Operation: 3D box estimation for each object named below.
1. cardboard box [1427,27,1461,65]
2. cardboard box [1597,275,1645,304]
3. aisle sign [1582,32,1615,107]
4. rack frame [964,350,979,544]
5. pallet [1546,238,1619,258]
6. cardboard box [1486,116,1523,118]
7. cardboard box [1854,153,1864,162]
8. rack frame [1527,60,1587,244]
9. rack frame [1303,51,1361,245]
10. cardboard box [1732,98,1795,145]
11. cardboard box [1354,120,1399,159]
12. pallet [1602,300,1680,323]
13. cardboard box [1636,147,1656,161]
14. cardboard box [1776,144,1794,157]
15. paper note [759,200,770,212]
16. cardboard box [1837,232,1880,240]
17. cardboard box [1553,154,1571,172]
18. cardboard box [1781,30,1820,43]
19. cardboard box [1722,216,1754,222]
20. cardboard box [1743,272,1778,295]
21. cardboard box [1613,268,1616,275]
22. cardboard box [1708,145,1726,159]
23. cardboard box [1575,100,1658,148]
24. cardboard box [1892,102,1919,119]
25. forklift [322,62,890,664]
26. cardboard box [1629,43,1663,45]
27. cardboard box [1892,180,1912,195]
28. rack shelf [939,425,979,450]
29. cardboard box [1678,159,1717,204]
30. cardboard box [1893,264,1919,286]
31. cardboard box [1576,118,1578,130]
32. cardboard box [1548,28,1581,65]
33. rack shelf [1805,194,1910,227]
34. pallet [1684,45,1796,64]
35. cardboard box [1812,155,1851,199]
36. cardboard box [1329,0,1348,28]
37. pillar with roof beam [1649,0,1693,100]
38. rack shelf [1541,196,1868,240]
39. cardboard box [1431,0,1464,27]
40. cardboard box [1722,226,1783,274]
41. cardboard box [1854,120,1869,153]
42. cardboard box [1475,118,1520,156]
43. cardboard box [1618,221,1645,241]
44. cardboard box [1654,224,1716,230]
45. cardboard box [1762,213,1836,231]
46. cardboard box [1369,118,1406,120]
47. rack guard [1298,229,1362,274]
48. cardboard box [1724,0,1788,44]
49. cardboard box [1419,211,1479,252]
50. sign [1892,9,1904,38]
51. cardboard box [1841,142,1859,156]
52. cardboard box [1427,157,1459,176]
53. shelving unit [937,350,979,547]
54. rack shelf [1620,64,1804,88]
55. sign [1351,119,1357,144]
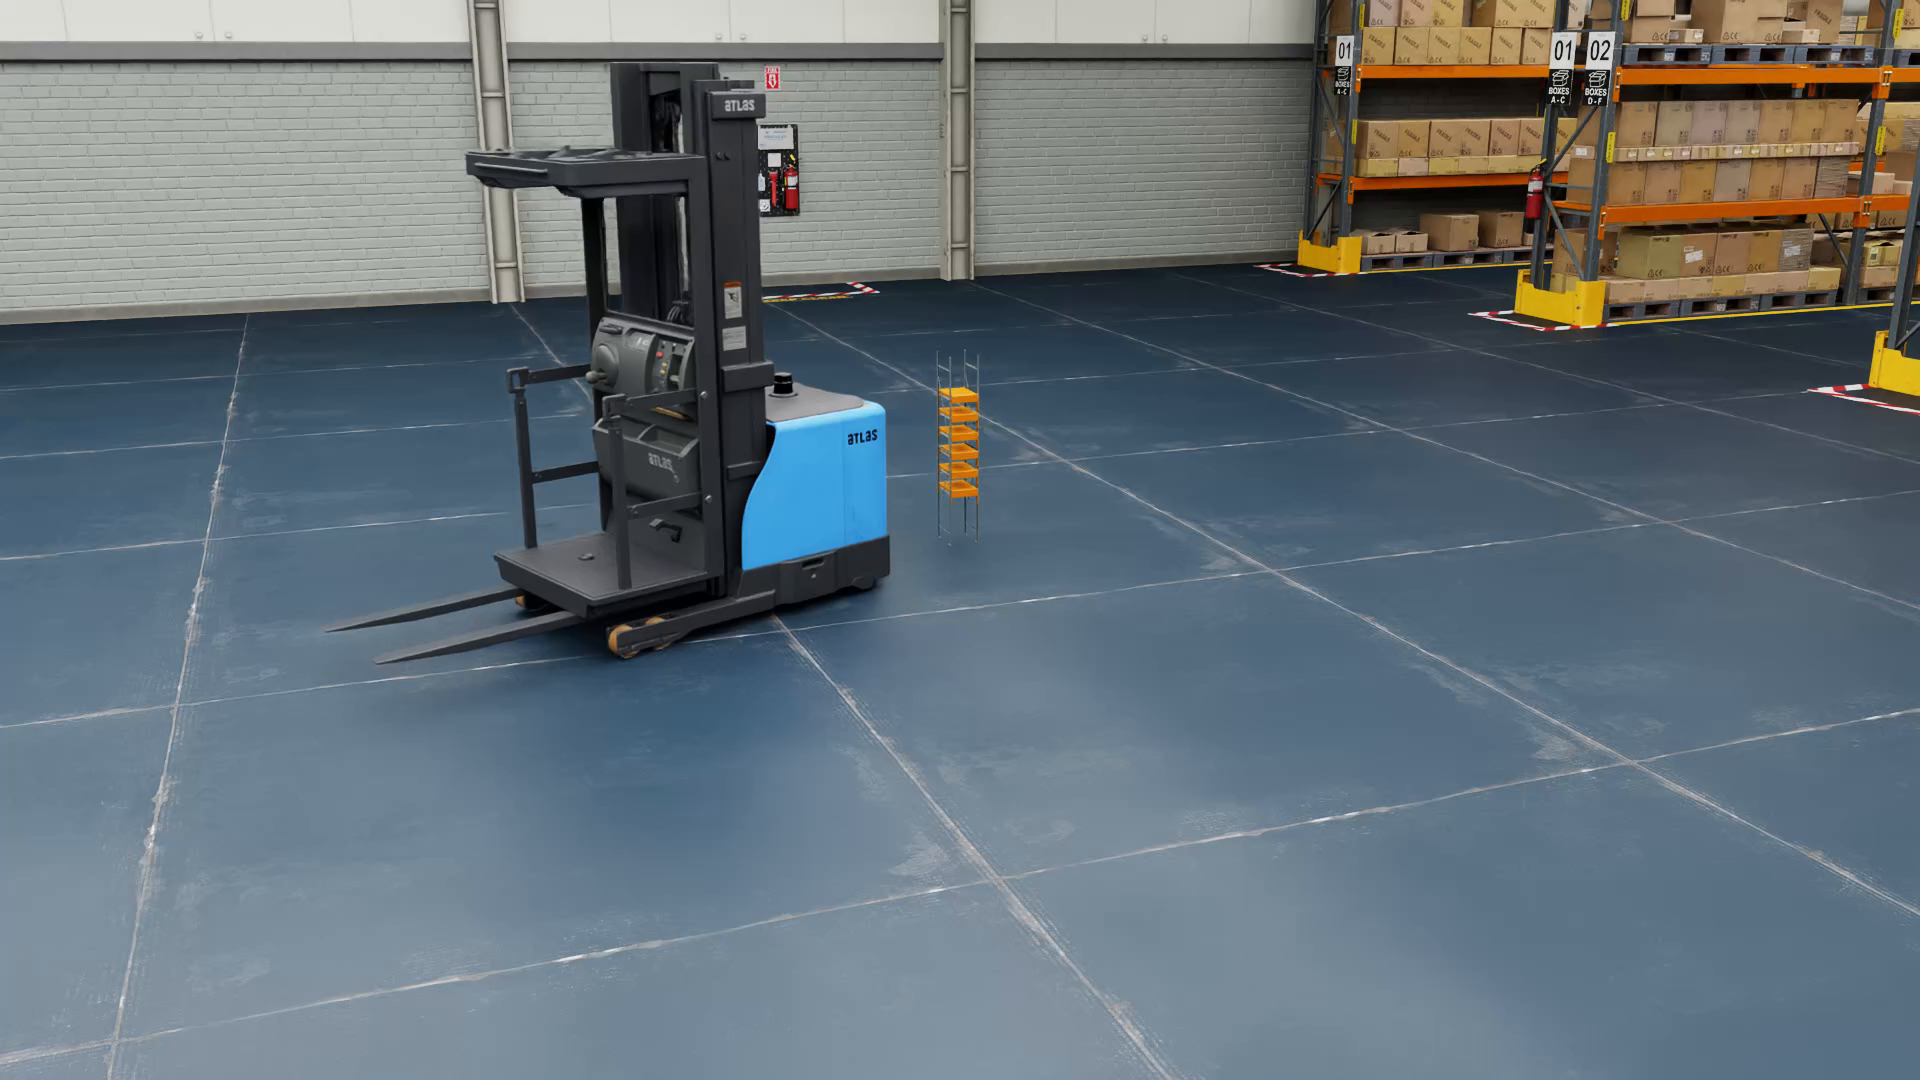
[{"bbox_3d":[6.615,-6.897,23.224,0.500,0.500,0.500,-5,17,-18],"label":"cardboard box"},{"bbox_3d":[7.572,-2.909,19.315,0.500,0.250,0.500,-6,17,-20],"label":"cardboard box"},{"bbox_3d":[7.040,-5.191,18.338,0.004,0.787,0.394,-6,17,-20],"label":"aisle sign"},{"bbox_3d":[0.072,-0.583,10.456,0.006,1.200,0.240,-6,17,-20],"label":"rack frame"},{"bbox_3d":[9.677,-4.478,25.474,1.213,0.211,1.003,-6,17,-20],"label":"pallet"},{"bbox_3d":[7.953,-5.991,24.576,0.500,0.500,0.500,-6,17,-20],"label":"cardboard box"},{"bbox_3d":[14.268,-6.139,26.590,0.250,0.149,0.380,-6,17,-19],"label":"cardboard box"},{"bbox_3d":[8.951,-5.737,24.812,0.127,3.000,1.000,-6,17,-20],"label":"rack frame"},{"bbox_3d":[5.216,-5.334,23.439,0.127,3.000,1.000,-6,17,-20],"label":"rack frame"},{"bbox_3d":[9.376,-4.957,19.674,0.500,0.500,0.700,-6,17,-20],"label":"cardboard box"},{"bbox_3d":[5.769,-5.601,23.246,0.500,0.500,0.500,-6,17,-20],"label":"cardboard box"},{"bbox_3d":[7.691,-2.781,19.695,1.213,0.211,1.003,-6,17,-20],"label":"pallet"},{"bbox_3d":[7.681,-4.401,18.931,0.250,0.149,0.380,-7,18,-22],"label":"cardboard box"},{"bbox_3d":[9.599,-4.608,19.637,0.250,0.149,0.380,-6,17,-20],"label":"cardboard box"},{"bbox_3d":[-2.554,-4.366,21.705,0.142,0.148,0.016,-6,17,-20],"label":"paper note"},{"bbox_3d":[11.486,-3.756,21.204,0.500,0.311,0.500,-6,17,-19],"label":"cardboard box"},{"bbox_3d":[8.617,-5.547,24.396,0.500,0.250,0.500,-6,17,-20],"label":"cardboard box"},{"bbox_3d":[9.698,-5.828,19.250,0.250,0.149,0.380,-6,17,-20],"label":"cardboard box"},{"bbox_3d":[12.032,-5.066,26.182,0.500,0.500,0.700,-6,17,-19],"label":"cardboard box"},{"bbox_3d":[9.440,-3.110,20.001,0.500,0.250,0.500,-6,17,-20],"label":"cardboard box"},{"bbox_3d":[7.850,-3.099,19.961,0.500,0.250,0.500,-6,17,-20],"label":"cardboard box"},{"bbox_3d":[8.637,-4.504,19.282,0.250,0.149,0.380,-6,18,-21],"label":"cardboard box"},{"bbox_3d":[7.482,-4.751,18.972,0.500,0.500,0.700,-6,17,-20],"label":"cardboard box"},{"bbox_3d":[15.119,-6.889,26.663,0.500,0.250,0.500,-6,17,-19],"label":"cardboard box"},{"bbox_3d":[-1.840,-0.966,8.686,3.031,2.935,1.130,-14,22,-40],"label":"forklift"},{"bbox_3d":[10.065,-7.431,24.670,0.500,0.311,0.500,-6,17,-18],"label":"cardboard box"},{"bbox_3d":[11.628,-4.349,20.532,0.250,0.149,0.380,-6,17,-20],"label":"cardboard box"},{"bbox_3d":[-0.014,-0.647,10.403,0.180,0.103,0.258,-6,17,-20],"label":"rack shelf"},{"bbox_3d":[8.387,-4.226,19.486,0.500,0.500,0.700,-6,17,-20],"label":"cardboard box"},{"bbox_3d":[11.670,-3.343,20.794,0.500,0.250,0.500,-6,17,-19],"label":"cardboard box"},{"bbox_3d":[9.438,-6.039,24.880,0.500,0.500,0.700,-6,17,-20],"label":"cardboard box"},{"bbox_3d":[8.566,-7.118,23.977,0.500,0.500,0.500,-6,17,-19],"label":"cardboard box"},{"bbox_3d":[12.595,-4.291,21.163,4.000,0.370,1.077,-6,17,-20],"label":"rack shelf"},{"bbox_3d":[8.802,-5.616,19.234,1.213,0.211,1.003,-6,17,-20],"label":"pallet"},{"bbox_3d":[10.315,-4.436,20.203,0.500,0.500,0.700,-7,18,-22],"label":"cardboard box"},{"bbox_3d":[5.525,-7.423,23.241,0.500,0.500,0.500,-5,17,-18],"label":"cardboard box"},{"bbox_3d":[12.703,-7.983,21.812,0.400,9.000,9.100,-6,17,-20],"label":"pillar with roof beam"},{"bbox_3d":[8.859,-3.888,19.790,4.000,0.370,1.077,-6,17,-20],"label":"rack shelf"},{"bbox_3d":[6.624,-7.377,23.086,0.500,0.500,0.500,-6,17,-19],"label":"cardboard box"},{"bbox_3d":[9.436,-3.473,19.906,0.500,0.500,0.500,-6,17,-20],"label":"cardboard box"},{"bbox_3d":[14.187,-6.423,26.405,0.500,0.500,0.500,-6,17,-20],"label":"cardboard box"},{"bbox_3d":[7.682,-5.806,23.946,0.500,0.500,0.500,-7,18,-22],"label":"cardboard box"},{"bbox_3d":[10.097,-4.893,25.592,0.500,0.500,0.700,-7,18,-21],"label":"cardboard box"},{"bbox_3d":[8.782,-3.560,20.202,0.500,0.500,0.500,-6,17,-20],"label":"cardboard box"},{"bbox_3d":[13.420,-5.350,26.564,0.750,0.750,0.750,-6,18,-21],"label":"cardboard box"},{"bbox_3d":[6.053,-5.783,23.868,0.500,0.500,0.500,-6,17,-19],"label":"cardboard box"},{"bbox_3d":[5.287,-4.142,23.817,0.348,0.500,1.175,-6,17,-20],"label":"rack guard"},{"bbox_3d":[9.144,-6.059,19.407,0.637,0.503,0.797,-4,17,-14],"label":"cardboard box"},{"bbox_3d":[7.129,-4.510,24.289,0.500,0.500,0.700,-7,18,-24],"label":"cardboard box"},{"bbox_3d":[10.927,-6.014,19.372,0.005,0.325,0.100,-6,17,-20],"label":"sign"},{"bbox_3d":[10.550,-4.710,19.984,0.250,0.149,0.380,-6,17,-20],"label":"cardboard box"},{"bbox_3d":[6.743,-5.343,23.701,0.500,0.250,0.500,-6,18,-21],"label":"cardboard box"},{"bbox_3d":[-0.014,-0.574,10.424,0.189,1.200,0.258,-6,17,-20],"label":"shelving unit"},{"bbox_3d":[10.819,-7.033,25.177,4.000,0.370,1.077,-6,17,-20],"label":"rack shelf"},{"bbox_3d":[5.410,-5.607,22.831,0.005,0.325,0.100,-6,17,-20],"label":"sign"}]
